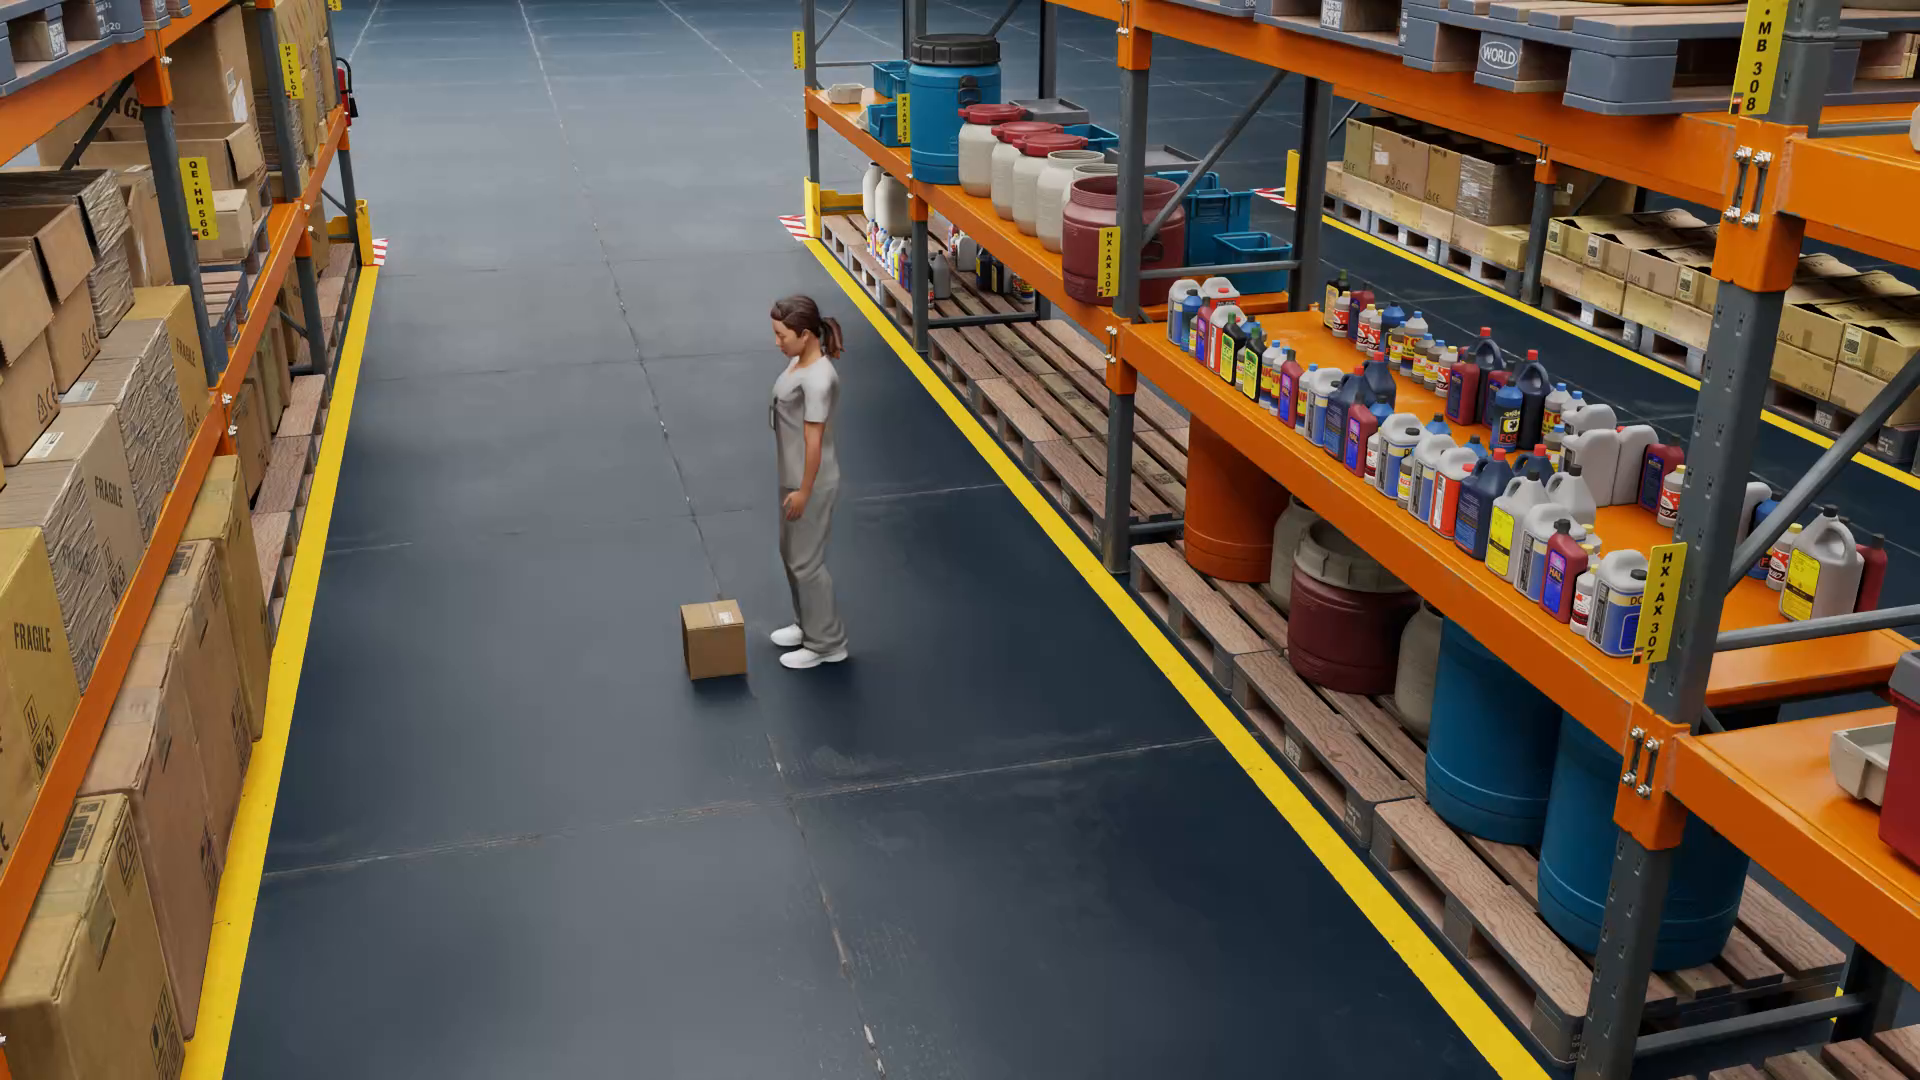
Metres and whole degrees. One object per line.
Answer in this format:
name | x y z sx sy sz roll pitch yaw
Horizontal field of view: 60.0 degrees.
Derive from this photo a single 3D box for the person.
person | -0.652 -0.252 7.204 0.368 1.670 0.443 -6 24 -13
